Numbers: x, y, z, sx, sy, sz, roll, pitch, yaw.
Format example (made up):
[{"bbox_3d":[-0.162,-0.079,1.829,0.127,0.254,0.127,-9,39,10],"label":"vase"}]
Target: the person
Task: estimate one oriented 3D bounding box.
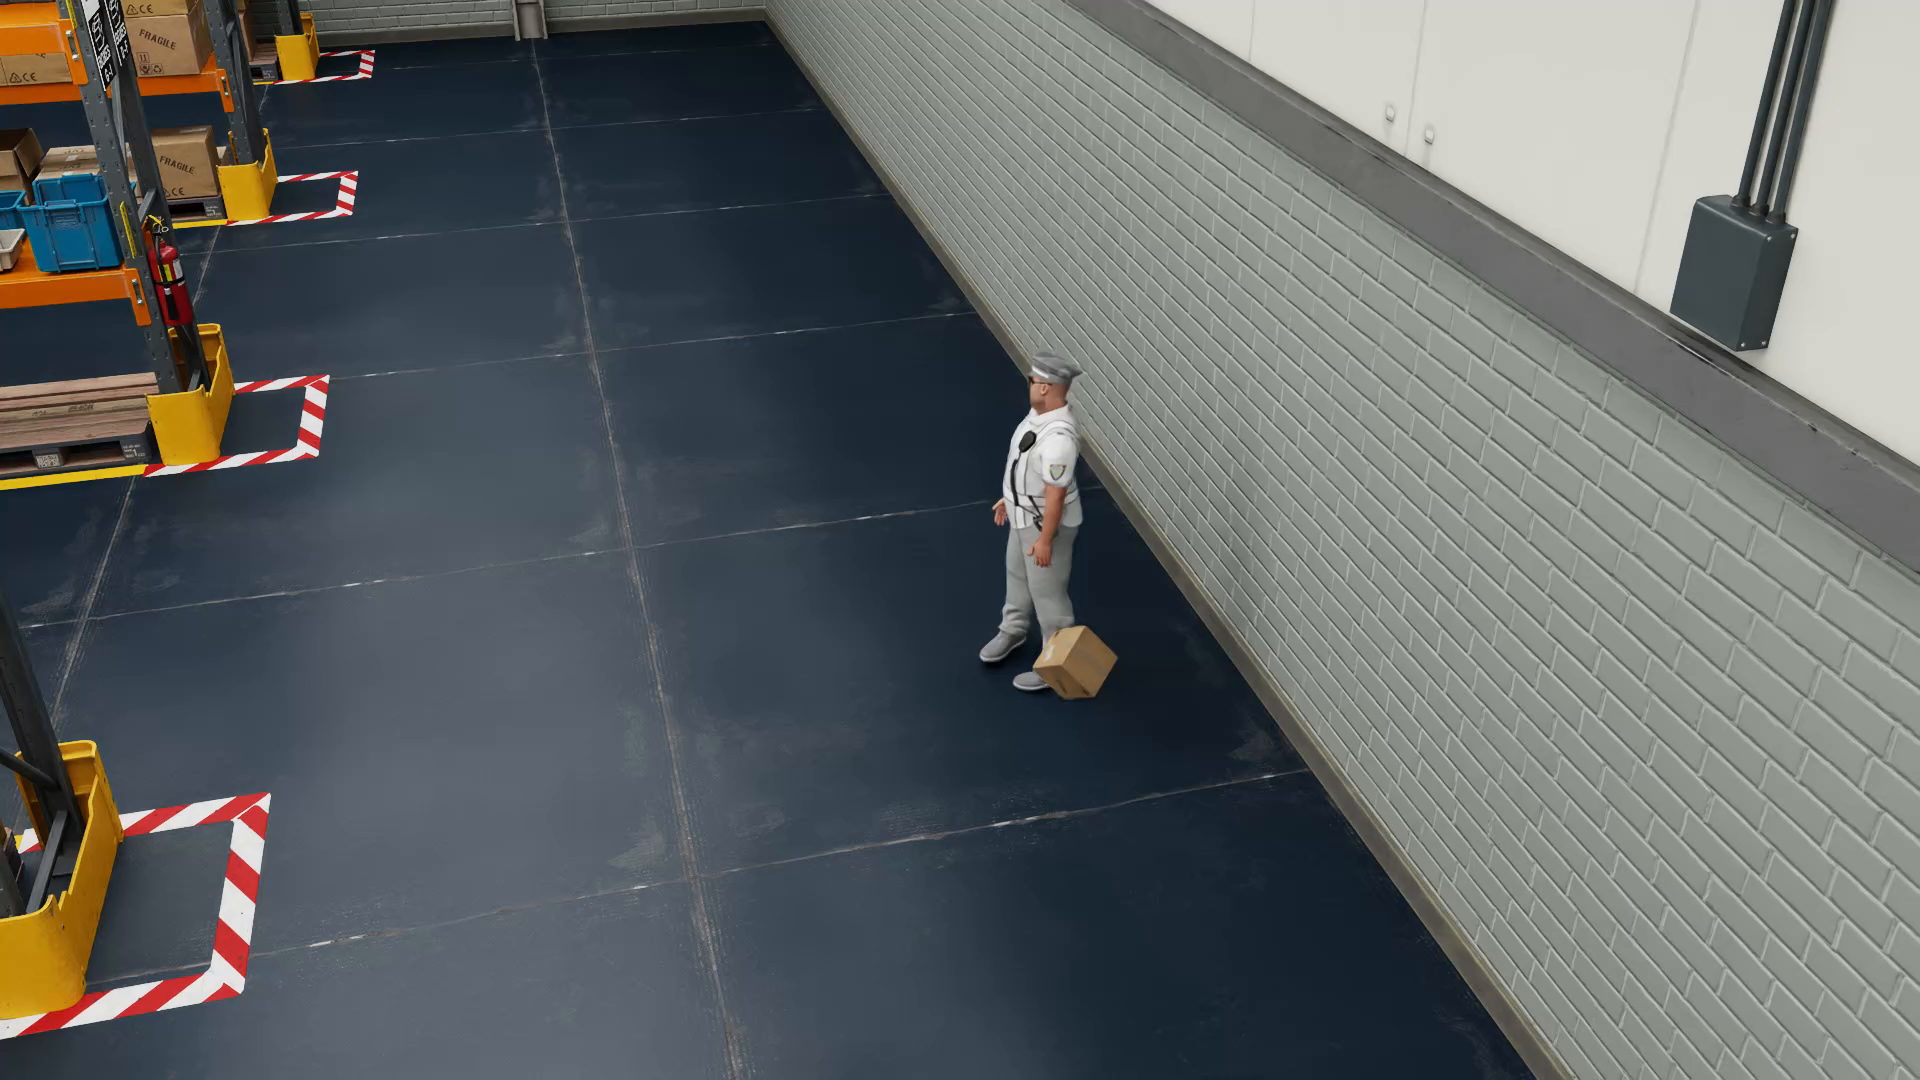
[{"bbox_3d":[0.362,-0.100,8.372,0.506,1.766,0.538,-3,30,-5],"label":"person"}]
